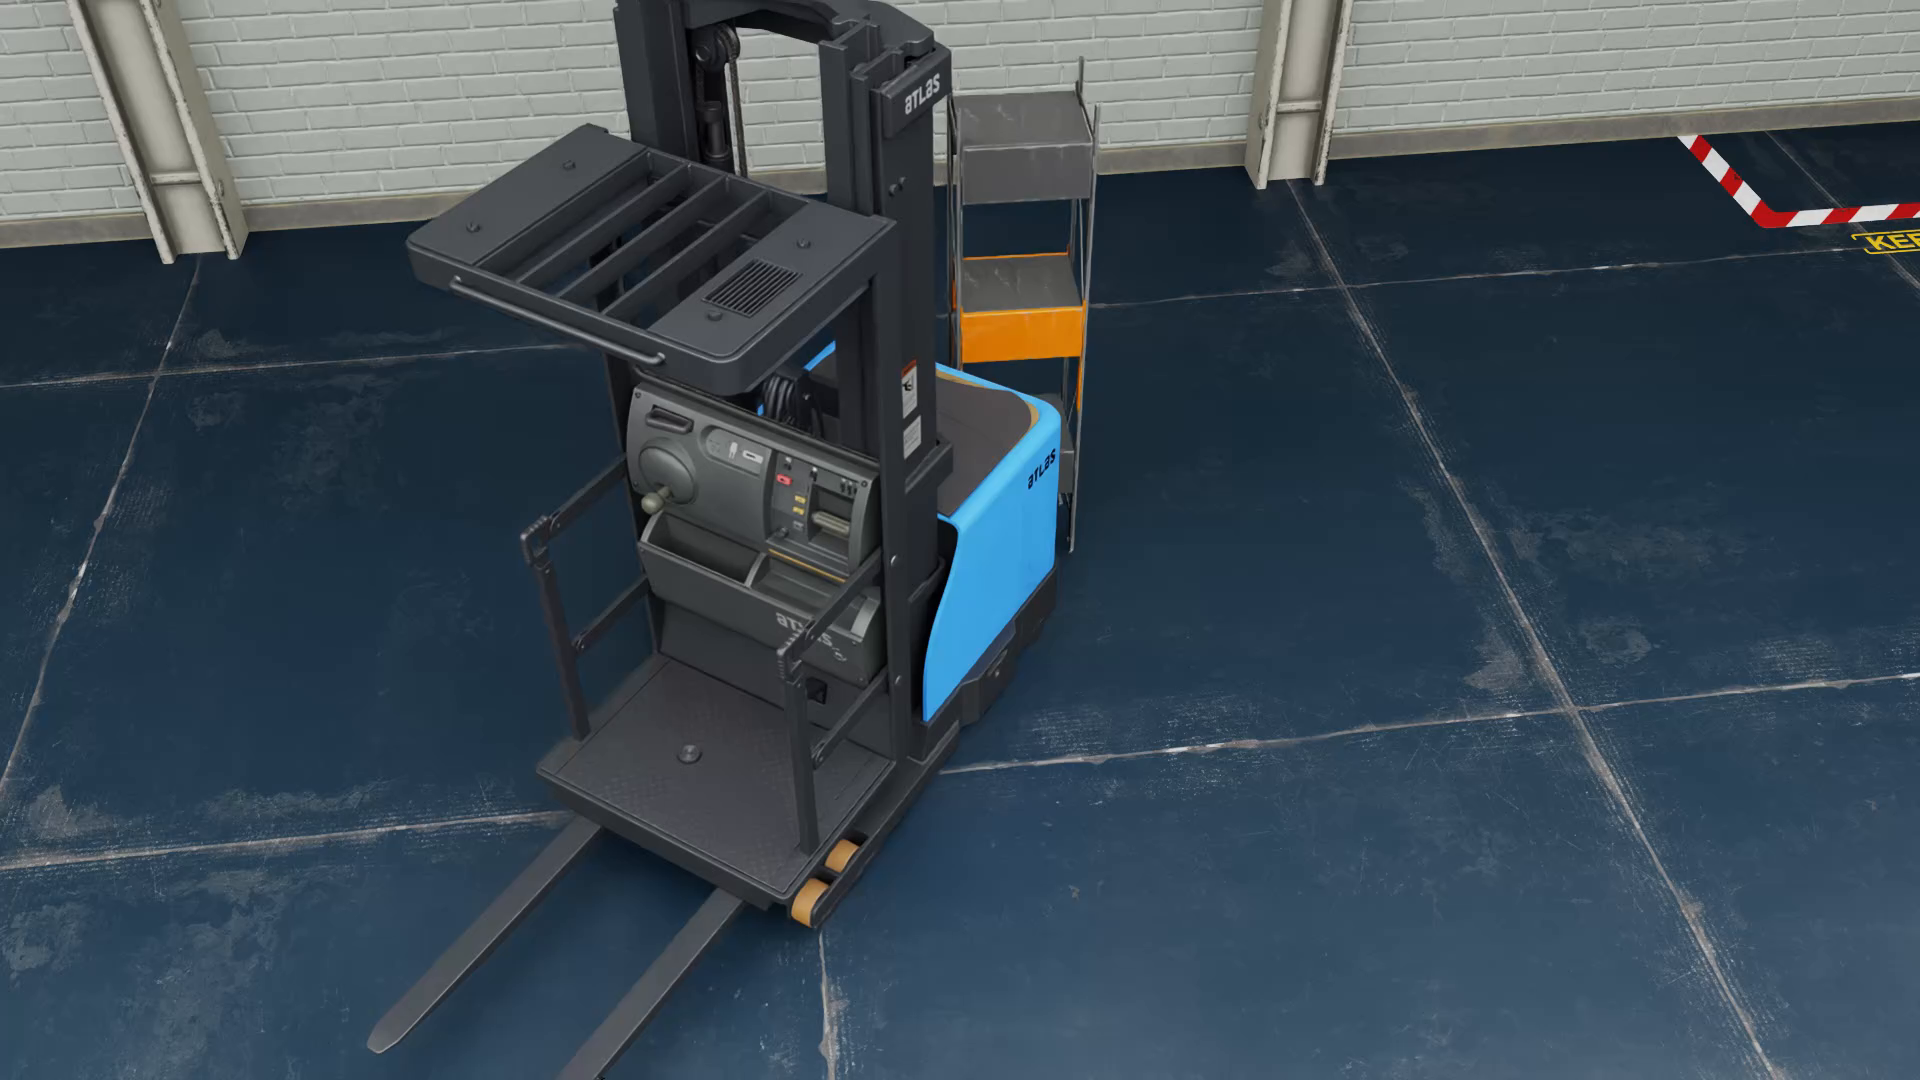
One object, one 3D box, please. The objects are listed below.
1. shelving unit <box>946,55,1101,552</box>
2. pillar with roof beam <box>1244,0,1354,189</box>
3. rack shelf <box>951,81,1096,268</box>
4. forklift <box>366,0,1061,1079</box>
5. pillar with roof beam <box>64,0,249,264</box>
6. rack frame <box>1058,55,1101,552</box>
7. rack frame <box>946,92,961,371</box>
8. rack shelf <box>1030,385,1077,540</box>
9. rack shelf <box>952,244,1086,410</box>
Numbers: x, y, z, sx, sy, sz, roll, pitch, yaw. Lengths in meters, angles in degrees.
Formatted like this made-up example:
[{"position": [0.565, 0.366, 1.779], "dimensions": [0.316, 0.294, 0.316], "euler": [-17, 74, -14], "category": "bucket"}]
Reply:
[{"position": [0.220, -0.845, 6.620], "dimensions": [0.503, 2.100, 0.431], "euler": [-4, 42, -4], "category": "shelving unit"}, {"position": [2.422, -2.599, 3.413], "dimensions": [0.400, 9.000, 9.100], "euler": [-5, 42, -6], "category": "pillar with roof beam"}, {"position": [0.220, -1.355, 6.160], "dimensions": [0.480, 0.518, 0.431], "euler": [-4, 42, -4], "category": "rack shelf"}, {"position": [-0.791, -0.107, 5.181], "dimensions": [1.130, 2.935, 3.031], "euler": [22, 46, 22], "category": "forklift"}, {"position": [-3.527, -2.078, 2.835], "dimensions": [0.400, 9.000, 9.100], "euler": [-5, 42, -6], "category": "pillar with roof beam"}, {"position": [0.463, -0.862, 6.638], "dimensions": [0.015, 2.100, 0.400], "euler": [-4, 42, -4], "category": "rack frame"}, {"position": [-0.023, -0.829, 6.601], "dimensions": [0.015, 2.100, 0.400], "euler": [-4, 42, -4], "category": "rack frame"}, {"position": [0.220, -0.315, 7.098], "dimensions": [0.480, 0.518, 0.431], "euler": [-4, 42, -4], "category": "rack shelf"}, {"position": [0.220, -0.835, 6.629], "dimensions": [0.480, 0.518, 0.431], "euler": [-4, 42, -4], "category": "rack shelf"}]
